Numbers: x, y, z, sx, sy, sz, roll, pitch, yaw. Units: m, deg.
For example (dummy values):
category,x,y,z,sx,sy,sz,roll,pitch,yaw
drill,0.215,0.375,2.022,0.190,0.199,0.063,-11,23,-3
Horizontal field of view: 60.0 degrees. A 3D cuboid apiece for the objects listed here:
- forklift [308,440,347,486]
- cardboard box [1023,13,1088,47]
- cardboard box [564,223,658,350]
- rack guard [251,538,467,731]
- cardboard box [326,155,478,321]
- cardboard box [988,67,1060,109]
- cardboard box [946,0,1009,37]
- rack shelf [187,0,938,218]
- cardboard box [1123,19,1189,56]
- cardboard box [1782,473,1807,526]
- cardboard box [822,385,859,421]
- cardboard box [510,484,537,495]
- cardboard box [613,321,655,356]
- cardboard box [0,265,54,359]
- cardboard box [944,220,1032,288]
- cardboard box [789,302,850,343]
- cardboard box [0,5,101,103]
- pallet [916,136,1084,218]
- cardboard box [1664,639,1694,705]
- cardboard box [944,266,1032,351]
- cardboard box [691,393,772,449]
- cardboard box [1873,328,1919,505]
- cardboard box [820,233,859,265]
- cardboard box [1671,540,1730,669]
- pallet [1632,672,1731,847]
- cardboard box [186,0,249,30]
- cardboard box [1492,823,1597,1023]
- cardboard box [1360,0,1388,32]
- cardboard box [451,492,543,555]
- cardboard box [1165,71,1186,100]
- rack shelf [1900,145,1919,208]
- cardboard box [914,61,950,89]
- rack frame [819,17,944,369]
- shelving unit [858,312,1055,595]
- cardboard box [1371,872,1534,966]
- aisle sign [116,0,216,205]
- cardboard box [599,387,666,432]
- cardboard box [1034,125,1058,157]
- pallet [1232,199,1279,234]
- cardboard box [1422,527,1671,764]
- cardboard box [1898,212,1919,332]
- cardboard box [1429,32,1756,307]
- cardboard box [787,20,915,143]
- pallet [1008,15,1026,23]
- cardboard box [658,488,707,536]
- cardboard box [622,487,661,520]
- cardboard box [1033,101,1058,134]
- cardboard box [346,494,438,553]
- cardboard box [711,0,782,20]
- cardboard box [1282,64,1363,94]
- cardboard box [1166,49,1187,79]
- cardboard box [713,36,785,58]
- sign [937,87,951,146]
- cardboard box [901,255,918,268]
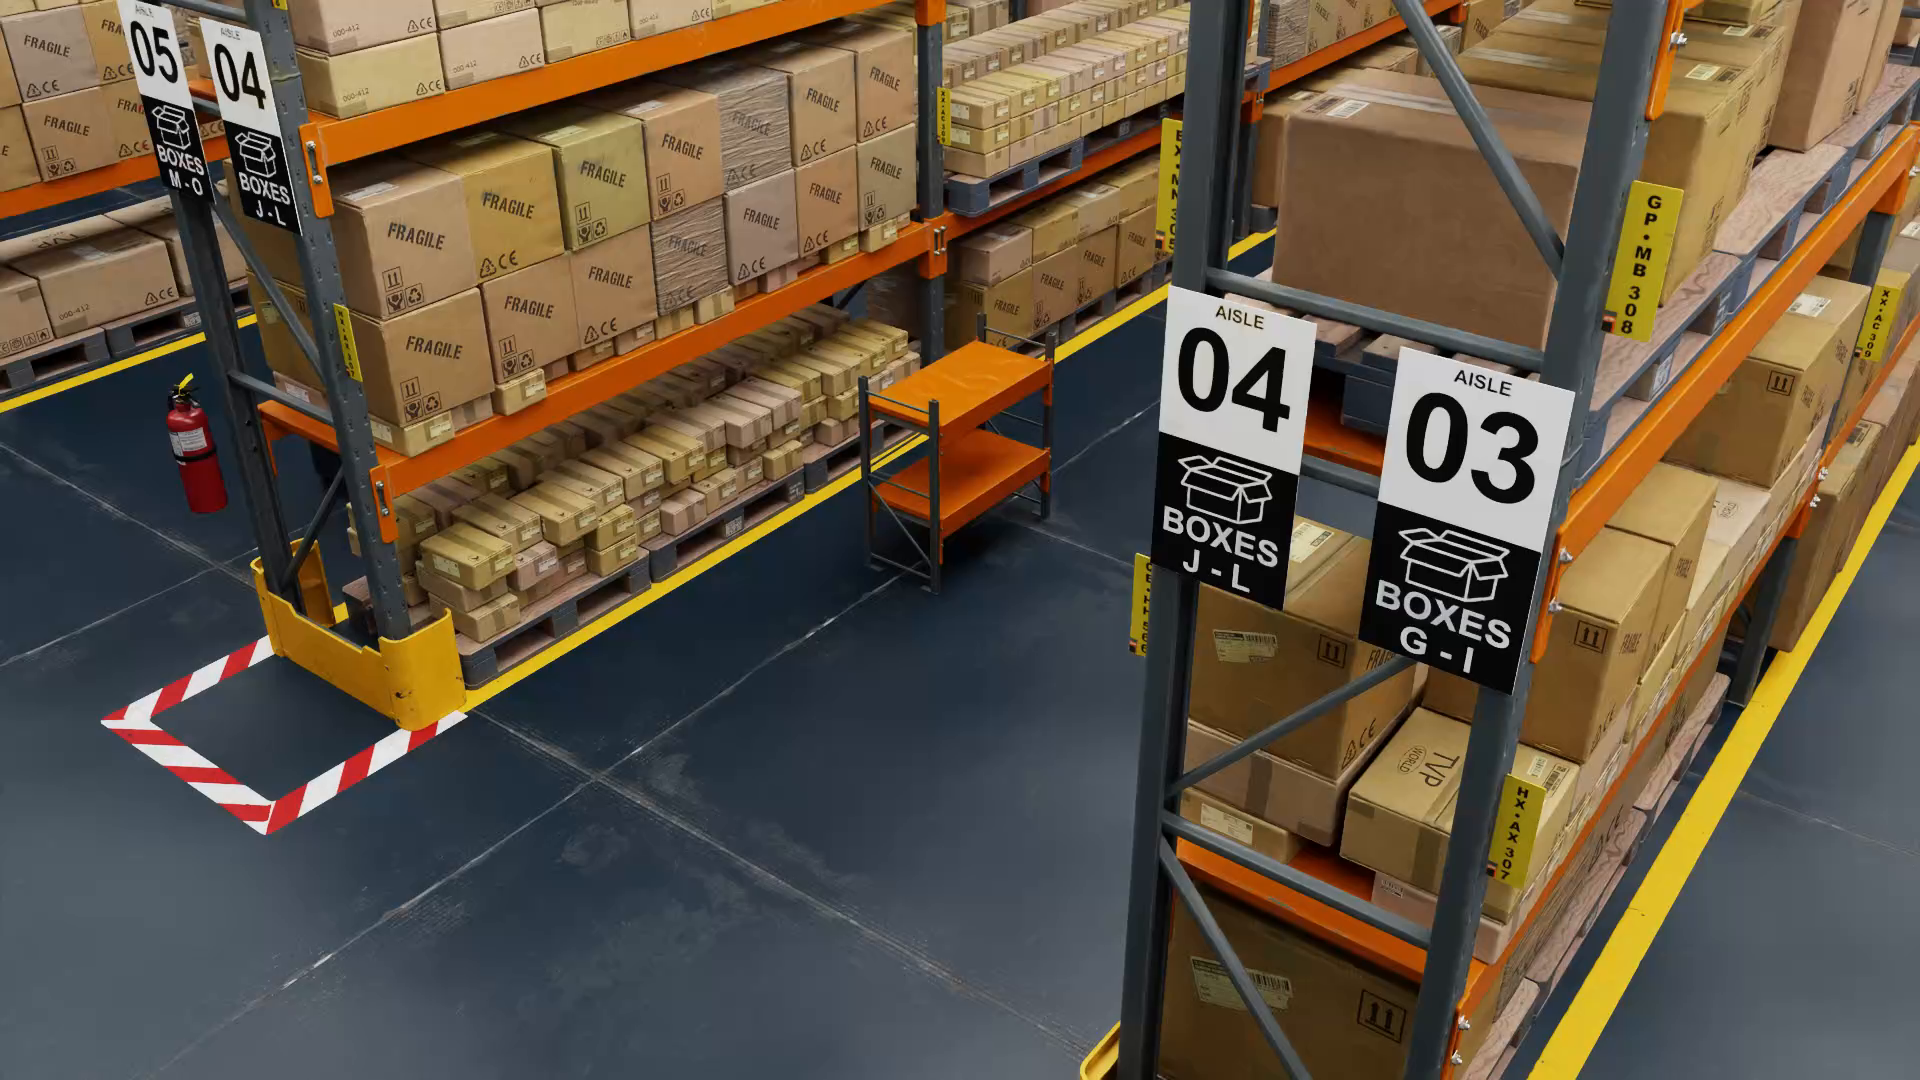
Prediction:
category,x,y,z,sx,sy,sz,roll,pitch,yaw
forklift,-2.549,-2.093,9.907,1.130,2.935,3.031,20,36,30
cardboard box,0.656,-3.521,11.500,0.380,0.149,0.250,22,37,33
cardboard box,-1.847,-1.293,8.100,0.500,0.500,0.500,22,37,32
rack guard,-2.901,0.441,8.016,1.175,0.500,0.348,21,37,31
cardboard box,-2.465,-1.306,7.141,0.500,0.500,0.500,21,36,31
cardboard box,0.392,-2.795,10.276,0.380,0.149,0.250,21,37,32
cardboard box,-0.026,-5.800,18.260,0.950,0.372,0.625,22,37,32
rack shelf,-1.740,-2.398,8.117,1.077,0.370,4.000,21,37,31
cardboard box,1.332,-3.430,11.347,0.380,0.149,0.250,21,37,31
cardboard box,3.282,-0.224,6.933,0.380,0.149,0.250,22,37,32
cardboard box,-0.770,-0.858,9.848,0.380,0.149,0.250,20,36,30
cardboard box,-2.300,-0.278,8.869,0.380,0.149,0.250,21,36,31
cardboard box,-1.763,-1.077,8.372,0.380,0.149,0.250,20,36,30
cardboard box,-6.636,-1.464,10.879,0.875,0.438,0.875,20,36,30
cardboard box,0.124,-1.877,10.779,0.500,0.250,0.500,19,36,29
cardboard box,-0.906,-1.364,10.410,0.380,0.149,0.250,23,38,33
cardboard box,-5.827,-3.091,10.444,0.500,0.500,0.500,21,36,31
pallet,0.045,-2.413,10.568,1.003,0.211,1.213,21,37,31
cardboard box,2.351,0.403,5.874,0.380,0.149,0.250,20,36,30
cardboard box,0.125,-1.554,10.970,0.500,0.500,0.500,23,37,33
cardboard box,-1.269,-0.662,9.226,0.380,0.149,0.250,20,36,30
cardboard box,4.798,-0.921,9.533,1.225,0.875,0.875,21,37,31
cardboard box,-0.796,-1.705,9.431,0.380,0.149,0.250,23,37,33
cardboard box,2.377,0.158,5.897,0.500,0.250,0.500,20,36,30
pallet,2.839,0.822,7.655,1.003,0.211,1.213,21,37,31
cardboard box,-2.872,-2.310,6.921,0.500,0.250,0.500,20,36,30
cardboard box,1.818,1.042,6.221,0.875,0.875,0.875,21,37,31
cardboard box,3.280,-4.612,13.992,0.500,0.500,0.500,21,36,31
cardboard box,-2.290,-0.072,8.229,0.380,0.149,0.250,22,37,32
cardboard box,1.330,-3.171,11.493,0.380,0.149,0.250,19,36,29
rack shelf,4.568,-2.456,8.216,1.077,0.370,4.000,21,37,31
cardboard box,-0.284,-2.891,10.437,0.380,0.149,0.250,20,36,30
rack frame,-0.533,-2.230,10.070,1.000,3.000,0.127,21,37,31
shelving unit,-0.004,-0.481,8.959,0.538,1.125,1.048,21,37,31
cardboard box,1.424,1.029,4.818,0.380,0.149,0.250,22,37,32
aisle sign,-3.230,-1.785,6.770,0.394,0.787,0.004,21,37,31
cardboard box,-1.869,-0.736,9.351,0.380,0.149,0.250,21,37,32
cardboard box,0.389,-2.536,10.421,0.380,0.149,0.250,21,37,32
pallet,2.418,-2.953,14.026,1.003,0.211,1.213,21,37,31
cardboard box,1.753,0.262,4.985,0.500,0.500,0.500,20,36,30
cardboard box,4.751,-1.435,8.631,0.500,0.500,0.500,22,37,32
cardboard box,1.653,-1.013,4.467,0.700,0.500,0.500,20,36,30
cardboard box,-0.601,-2.557,9.251,0.500,0.500,0.500,20,36,30
pallet,0.666,-6.048,19.248,1.003,0.211,1.213,21,37,31
cardboard box,-1.599,-0.185,9.004,0.380,0.149,0.250,19,36,29
cardboard box,-1.813,-0.249,8.820,0.380,0.149,0.250,19,36,29
cardboard box,0.382,-2.660,10.339,0.380,0.149,0.250,22,37,32
cardboard box,-2.830,-0.107,8.290,0.380,0.149,0.250,22,37,32
cardboard box,-1.230,-2.767,8.182,0.500,0.250,0.500,21,36,31
cardboard box,2.846,-3.645,14.252,1.050,0.750,0.750,22,37,32
cardboard box,1.327,-3.296,11.413,0.380,0.149,0.250,21,36,31
cardboard box,-1.300,-2.507,9.168,0.500,0.500,0.500,20,36,30
sign,-0.095,-2.438,9.573,0.100,0.325,0.005,21,37,31
cardboard box,-0.285,-2.038,11.051,0.500,0.250,0.500,20,36,30
